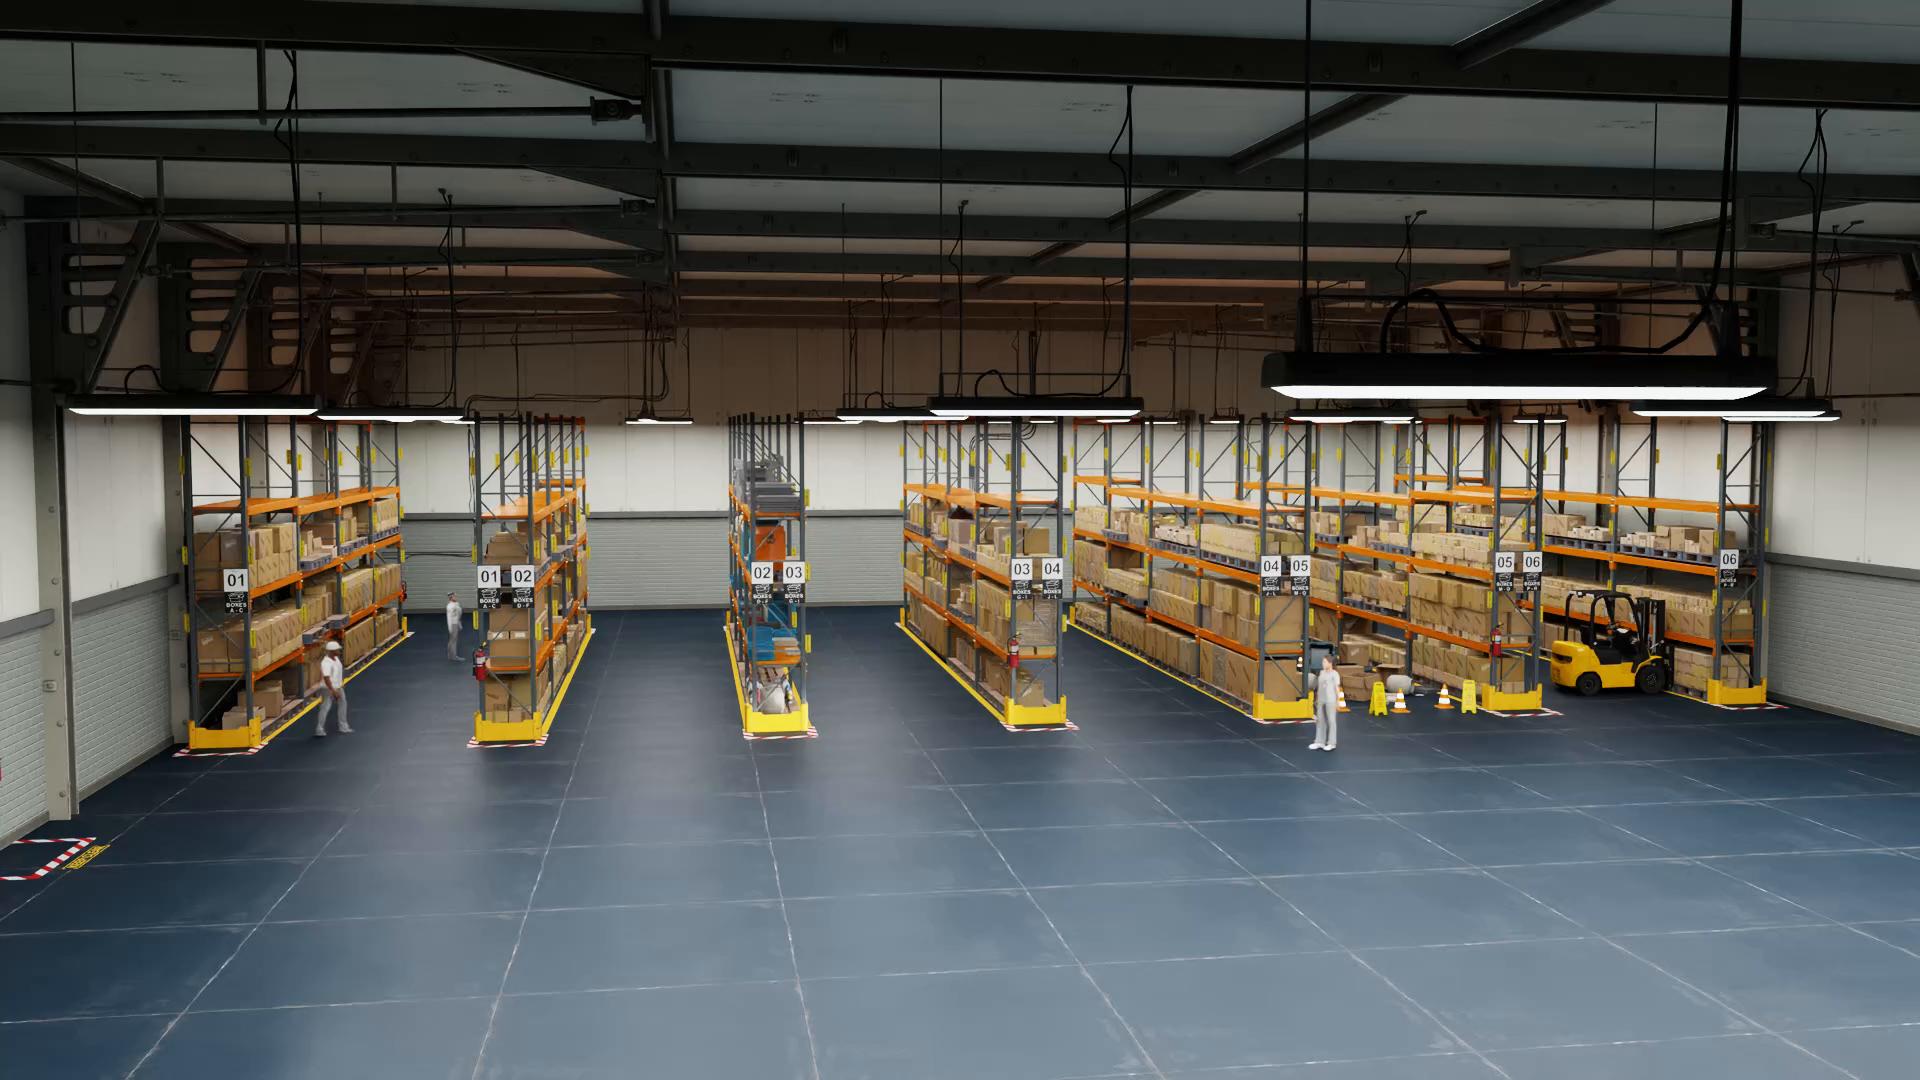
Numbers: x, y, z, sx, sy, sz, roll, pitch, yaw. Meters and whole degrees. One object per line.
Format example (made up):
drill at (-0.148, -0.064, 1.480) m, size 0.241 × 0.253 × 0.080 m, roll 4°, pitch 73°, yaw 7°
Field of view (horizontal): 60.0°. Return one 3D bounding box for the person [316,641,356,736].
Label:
person at (-11.654, 2.762, 30.932) m, size 0.585 × 1.782 × 0.699 m, roll 1°, pitch 4°, yaw 10°

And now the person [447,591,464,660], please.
person at (-12.426, 2.102, 40.941) m, size 0.400 × 1.705 × 0.491 m, roll -1°, pitch 4°, yaw -12°

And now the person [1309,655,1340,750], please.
person at (6.490, 2.874, 29.453) m, size 0.387 × 1.677 × 0.495 m, roll -3°, pitch 5°, yaw -38°

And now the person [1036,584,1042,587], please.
person at (2.166, 1.632, 48.361) m, size 0.539 × 1.693 × 0.908 m, roll 0°, pitch 4°, yaw -5°
